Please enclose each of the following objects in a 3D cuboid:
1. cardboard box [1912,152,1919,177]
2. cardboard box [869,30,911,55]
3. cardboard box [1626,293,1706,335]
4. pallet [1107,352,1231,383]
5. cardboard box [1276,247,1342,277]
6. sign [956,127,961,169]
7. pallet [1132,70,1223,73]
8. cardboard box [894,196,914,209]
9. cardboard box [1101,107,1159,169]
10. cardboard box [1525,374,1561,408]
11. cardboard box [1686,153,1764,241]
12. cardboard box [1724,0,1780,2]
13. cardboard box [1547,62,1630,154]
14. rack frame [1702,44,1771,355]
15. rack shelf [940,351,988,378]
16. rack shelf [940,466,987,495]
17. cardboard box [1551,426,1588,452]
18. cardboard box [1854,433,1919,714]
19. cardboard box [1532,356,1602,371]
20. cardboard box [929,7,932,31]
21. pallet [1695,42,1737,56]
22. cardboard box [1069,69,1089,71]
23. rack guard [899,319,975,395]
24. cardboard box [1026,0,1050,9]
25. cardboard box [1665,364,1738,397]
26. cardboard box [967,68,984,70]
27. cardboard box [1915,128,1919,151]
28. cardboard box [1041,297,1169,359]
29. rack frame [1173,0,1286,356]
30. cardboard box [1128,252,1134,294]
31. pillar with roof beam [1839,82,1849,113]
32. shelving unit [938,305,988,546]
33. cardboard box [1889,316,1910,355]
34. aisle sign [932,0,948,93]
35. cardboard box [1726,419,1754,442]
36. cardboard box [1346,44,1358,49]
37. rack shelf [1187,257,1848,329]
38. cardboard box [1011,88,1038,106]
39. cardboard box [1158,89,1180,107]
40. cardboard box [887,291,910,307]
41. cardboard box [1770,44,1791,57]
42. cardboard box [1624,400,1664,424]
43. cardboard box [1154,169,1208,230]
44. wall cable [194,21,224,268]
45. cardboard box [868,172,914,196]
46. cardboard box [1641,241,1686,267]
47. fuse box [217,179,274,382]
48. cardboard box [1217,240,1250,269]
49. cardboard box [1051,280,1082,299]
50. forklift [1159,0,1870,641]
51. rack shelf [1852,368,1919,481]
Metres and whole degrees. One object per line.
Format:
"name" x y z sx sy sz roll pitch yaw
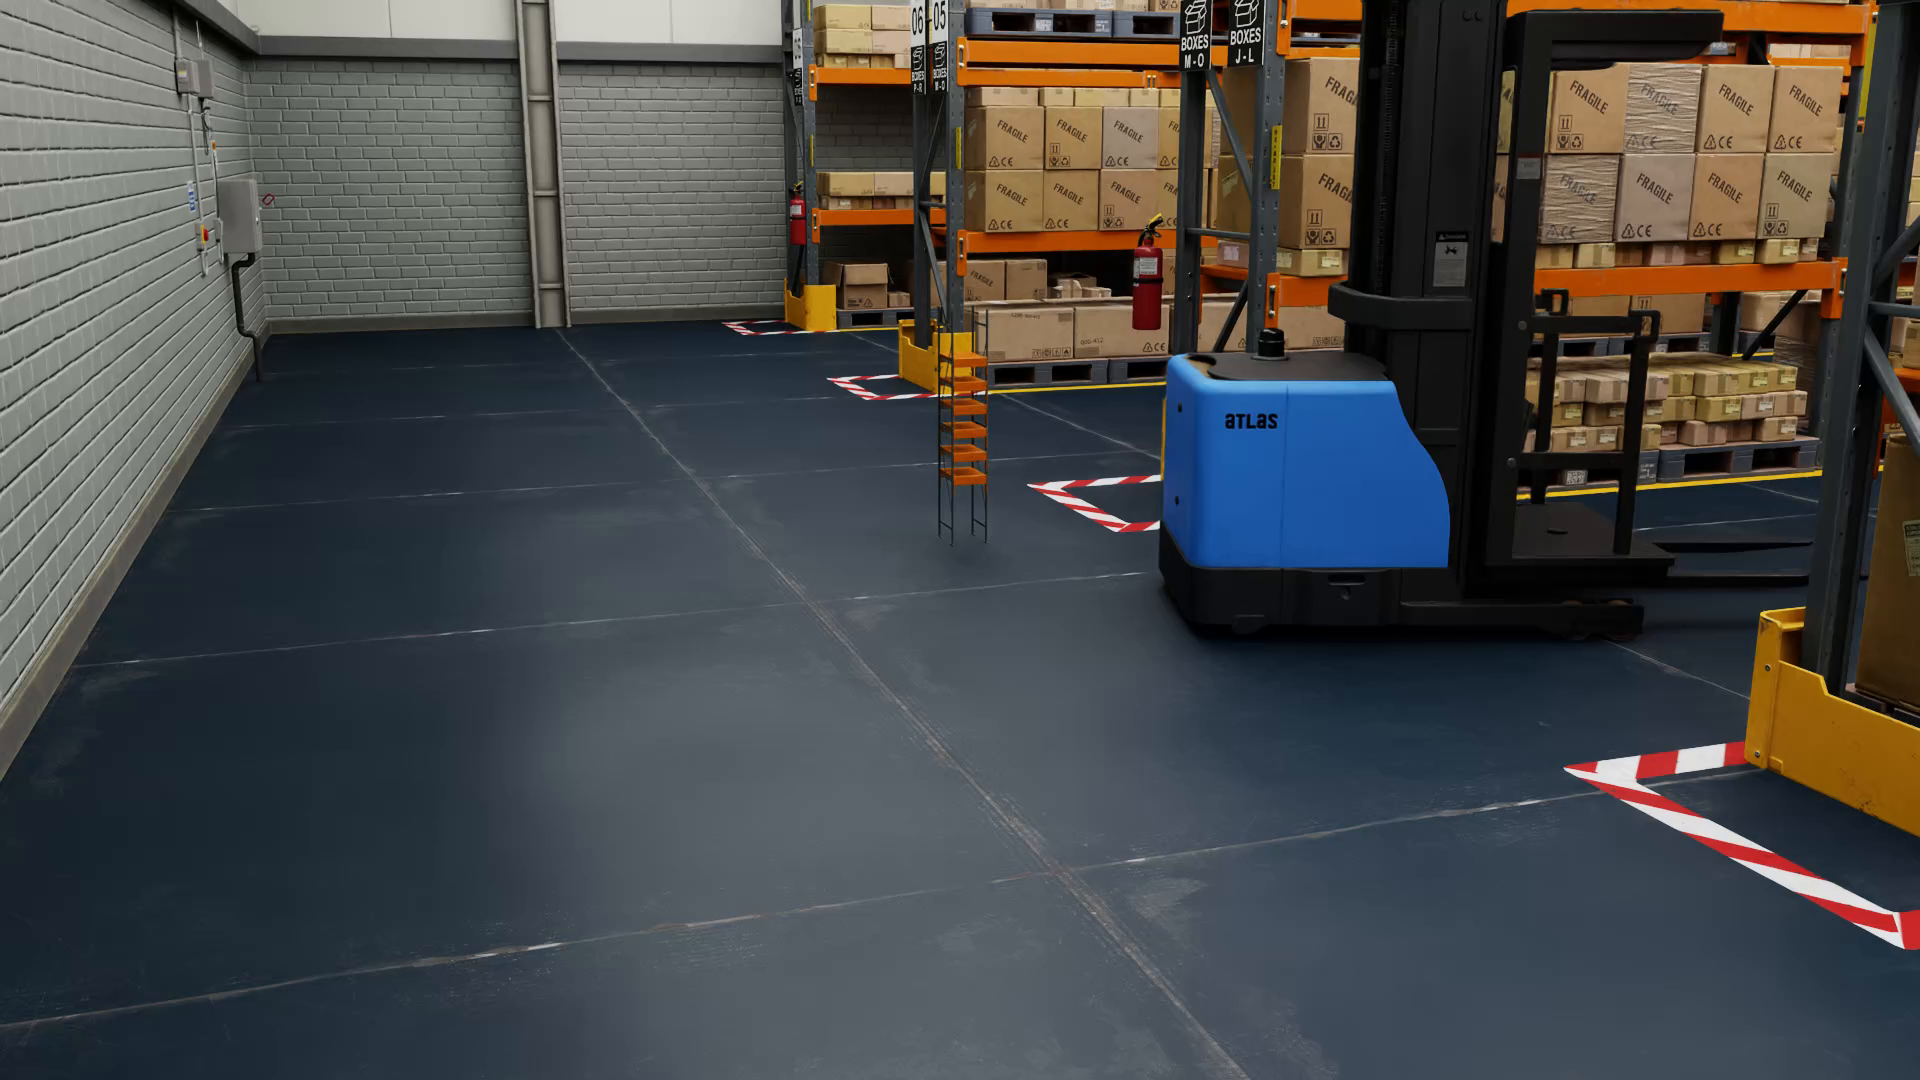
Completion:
"cardboard box" 5.801 -2.310 10.221 0.250 0.149 0.380 -4 14 -15
"cardboard box" -0.788 -5.427 18.176 0.500 0.250 0.500 -4 14 -17
"cardboard box" 6.717 -2.521 16.444 0.875 0.875 0.875 -5 14 -19
"pallet" 1.703 -1.602 14.920 1.213 0.211 1.003 -4 14 -18
"cardboard box" 1.902 -1.545 9.197 0.250 0.149 0.380 -5 14 -19
"sign" -0.013 -3.130 13.280 0.005 0.325 0.100 -4 14 -18
"pallet" 2.661 -5.577 19.532 1.003 0.211 1.213 -4 14 -18
"cardboard box" -0.649 -3.784 18.613 0.250 0.149 0.380 -4 14 -16
"cardboard box" 1.334 -3.380 13.995 0.500 0.500 0.500 -5 14 -18
"cardboard box" 3.336 -0.887 9.858 0.250 0.149 0.380 -4 14 -17
"cardboard box" 4.420 -2.068 9.994 0.500 0.500 0.500 -5 14 -20
"cardboard box" 4.425 -3.267 9.736 0.500 0.250 0.500 -4 14 -18
"cardboard box" 3.458 -2.480 9.567 0.500 0.500 0.500 -5 14 -20
"rack frame" 7.398 -3.383 16.385 0.127 3.000 1.000 -4 14 -18
"rack shelf" 0.014 -0.892 8.435 0.180 0.103 0.258 -4 14 -18
"rack shelf" 0.014 -0.308 8.574 0.180 0.103 0.258 -4 14 -18
"cardboard box" 3.551 -0.618 10.011 0.250 0.149 0.380 -4 14 -18
"cardboard box" 3.557 0.145 5.235 0.875 0.875 0.875 -4 14 -18
"cardboard box" 3.878 -1.075 10.647 0.250 0.149 0.380 -4 14 -17
"cardboard box" -0.311 -5.707 18.271 0.500 0.250 0.500 -5 14 -19
"pallet" 6.805 -4.692 15.811 1.003 0.211 1.213 -4 14 -15
"cardboard box" 1.283 -5.387 18.869 0.250 0.149 0.380 -4 14 -16
"rack guard" -0.207 -1.575 14.184 0.348 0.500 1.175 -4 14 -18
"cardboard box" 0.585 -4.484 13.951 0.250 0.149 0.380 -6 14 -22
"cardboard box" 4.564 -0.986 10.273 0.250 0.149 0.380 -5 14 -19
"cardboard box" 0.089 -5.283 18.431 0.250 0.149 0.380 -4 14 -18
"cardboard box" 9.367 -3.879 16.704 0.500 0.500 0.500 -5 14 -20
"cardboard box" 1.274 -1.891 14.739 0.875 0.438 0.875 -4 14 -17
"rack frame" 1.490 -1.715 9.370 0.127 3.000 1.000 -4 14 -18
"cardboard box" 2.391 -3.266 20.385 0.500 0.500 0.500 -5 14 -18
"pillar with roof beam" 13.819 -7.183 19.394 0.400 9.000 9.100 -4 14 -18
"shelving unit" 0.014 -0.585 8.508 0.189 1.200 0.258 -4 14 -18
"cardboard box" 6.066 -1.360 10.750 0.500 0.250 0.500 -5 14 -21
"aisle sign" -0.160 -3.989 13.312 0.004 0.787 0.394 -4 14 -18
"cardboard box" 4.745 -0.723 10.453 0.250 0.149 0.380 -4 14 -16
"cardboard box" 4.569 -5.909 19.983 0.250 0.149 0.380 -4 14 -18
"rack shelf" 3.386 -1.512 10.074 4.000 0.370 1.077 -4 14 -18
"cardboard box" 0.466 -3.644 13.702 0.250 0.149 0.380 -4 14 -17
"cardboard box" 1.724 -3.714 13.997 0.250 0.149 0.380 -5 14 -19
"cardboard box" -0.746 -2.746 18.958 0.250 0.149 0.380 -5 14 -20
"cardboard box" 7.751 -4.706 16.008 0.250 0.149 0.380 -4 14 -18
"cardboard box" 4.079 -0.813 10.188 0.250 0.149 0.380 -4 14 -17
"cardboard box" 1.790 -2.932 14.270 0.500 0.500 0.500 -4 14 -16
"wall cable" -5.984 -3.176 13.318 0.122 1.984 0.588 -4 14 -18
"cardboard box" -0.777 -3.965 18.510 0.500 0.250 0.500 -4 14 -17
"cardboard box" 4.103 -1.726 9.958 0.250 0.149 0.380 -5 14 -20
"fuse box" -6.053 -2.216 14.263 0.414 1.711 0.539 -4 14 -18
"cardboard box" 1.709 -1.679 9.761 0.250 0.149 0.380 -4 14 -18
"cardboard box" 1.247 -2.919 19.433 0.258 0.266 0.396 -4 14 -16
"forklift" 2.450 -1.130 7.062 3.031 2.935 1.130 0 13 -1
"rack shelf" 4.872 -0.417 5.469 4.000 0.370 1.077 -4 14 -18
